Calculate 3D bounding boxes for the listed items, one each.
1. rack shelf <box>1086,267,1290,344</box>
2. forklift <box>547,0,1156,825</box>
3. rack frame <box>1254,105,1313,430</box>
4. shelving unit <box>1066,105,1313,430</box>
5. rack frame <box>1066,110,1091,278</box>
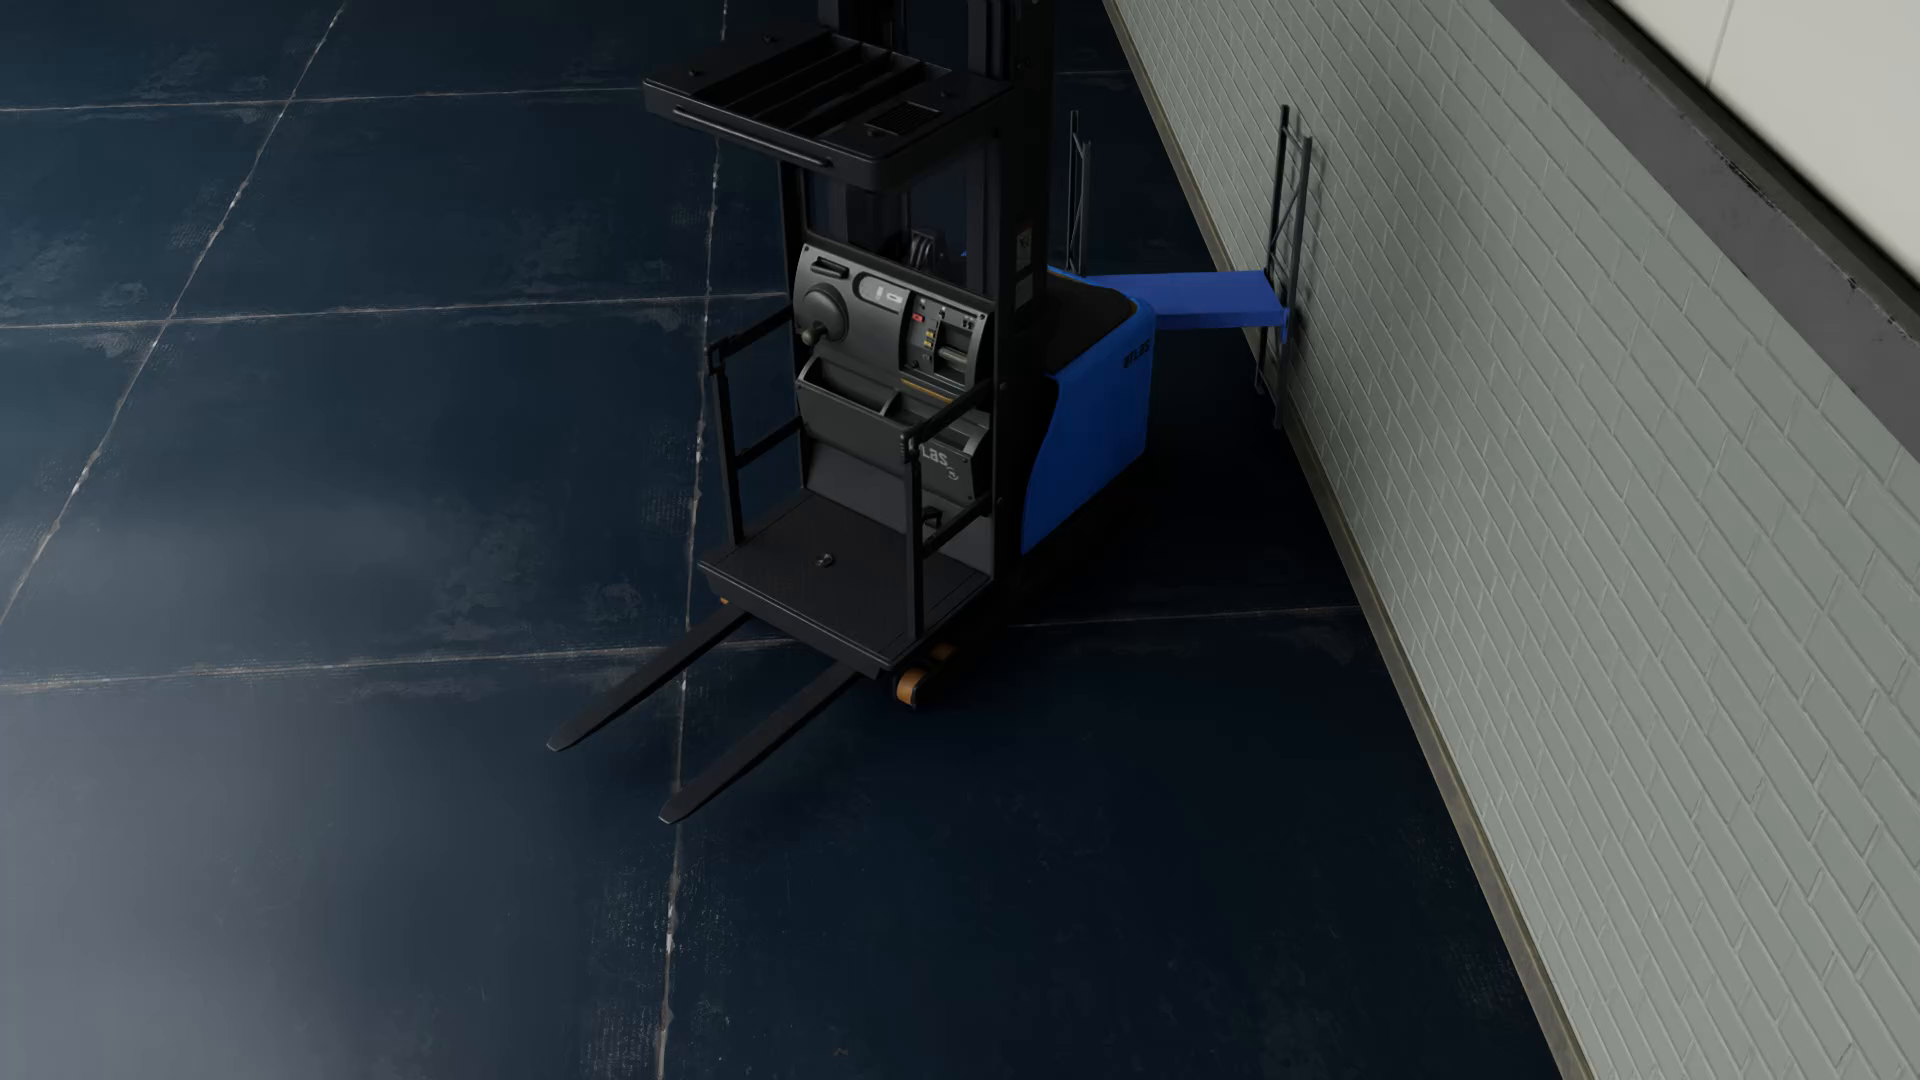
[{"bbox_3d":[1.075,-1.151,8.244,1.000,0.185,0.538,-2,32,-3],"label":"rack shelf"},{"bbox_3d":[-0.409,-0.808,6.407,1.130,2.935,3.031,25,45,28],"label":"forklift"},{"bbox_3d":[1.581,-1.323,8.175,0.032,1.500,0.500,-2,32,-3],"label":"rack frame"},{"bbox_3d":[1.074,-1.303,8.149,1.048,1.500,0.538,-2,32,-3],"label":"shelving unit"},{"bbox_3d":[0.566,-1.283,8.124,0.032,1.500,0.500,-2,32,-3],"label":"rack frame"}]
